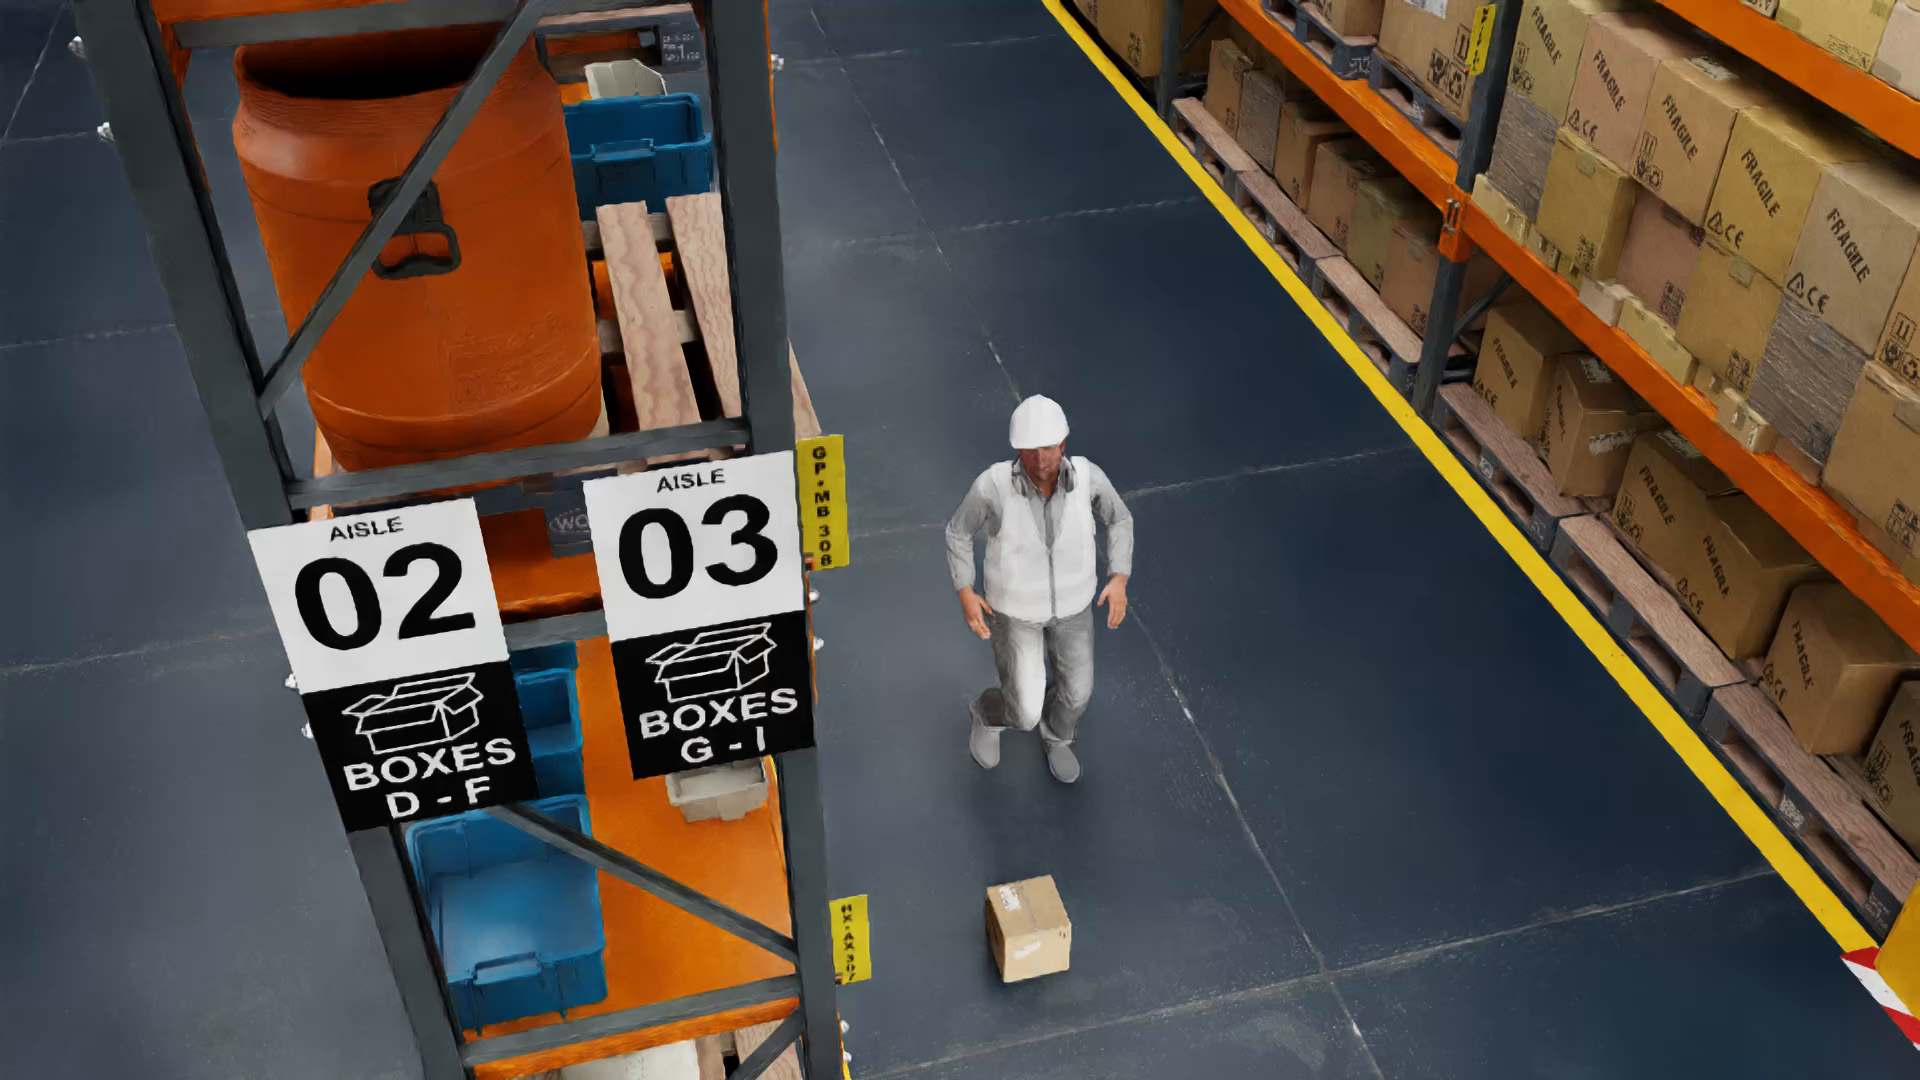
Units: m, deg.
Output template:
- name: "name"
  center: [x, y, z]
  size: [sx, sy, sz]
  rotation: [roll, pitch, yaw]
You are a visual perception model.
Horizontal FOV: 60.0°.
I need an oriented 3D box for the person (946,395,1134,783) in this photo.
- name: "person"
  center: [0.339, 0.244, 6.406]
  size: [0.716, 1.747, 0.504]
  rotation: [-11, 39, -13]
